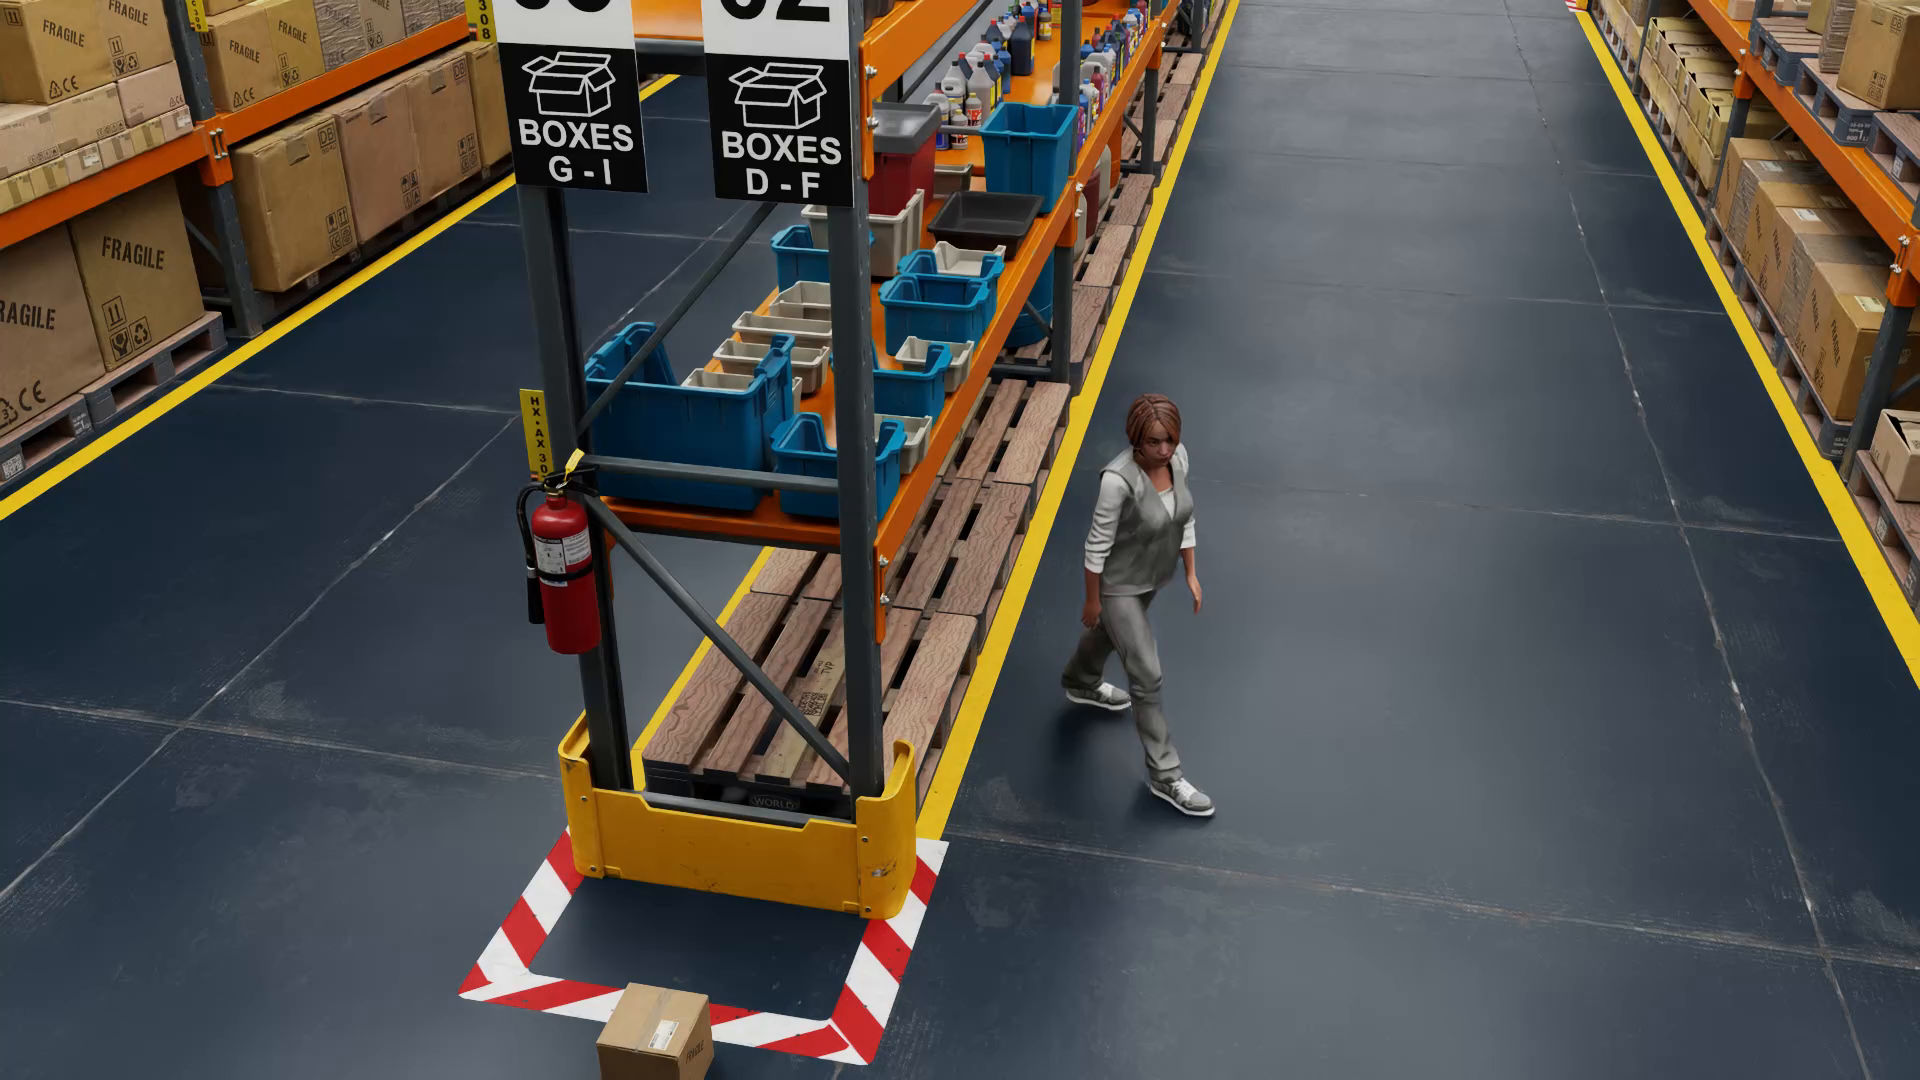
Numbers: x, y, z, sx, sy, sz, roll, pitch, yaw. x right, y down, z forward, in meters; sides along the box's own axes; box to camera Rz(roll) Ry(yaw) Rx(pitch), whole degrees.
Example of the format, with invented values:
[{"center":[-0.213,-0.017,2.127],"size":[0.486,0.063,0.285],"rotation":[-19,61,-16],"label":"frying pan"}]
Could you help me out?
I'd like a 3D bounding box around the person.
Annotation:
[{"center":[0.658,0.151,5.953],"size":[0.487,1.535,0.889],"rotation":[-25,38,-38],"label":"person"}]
